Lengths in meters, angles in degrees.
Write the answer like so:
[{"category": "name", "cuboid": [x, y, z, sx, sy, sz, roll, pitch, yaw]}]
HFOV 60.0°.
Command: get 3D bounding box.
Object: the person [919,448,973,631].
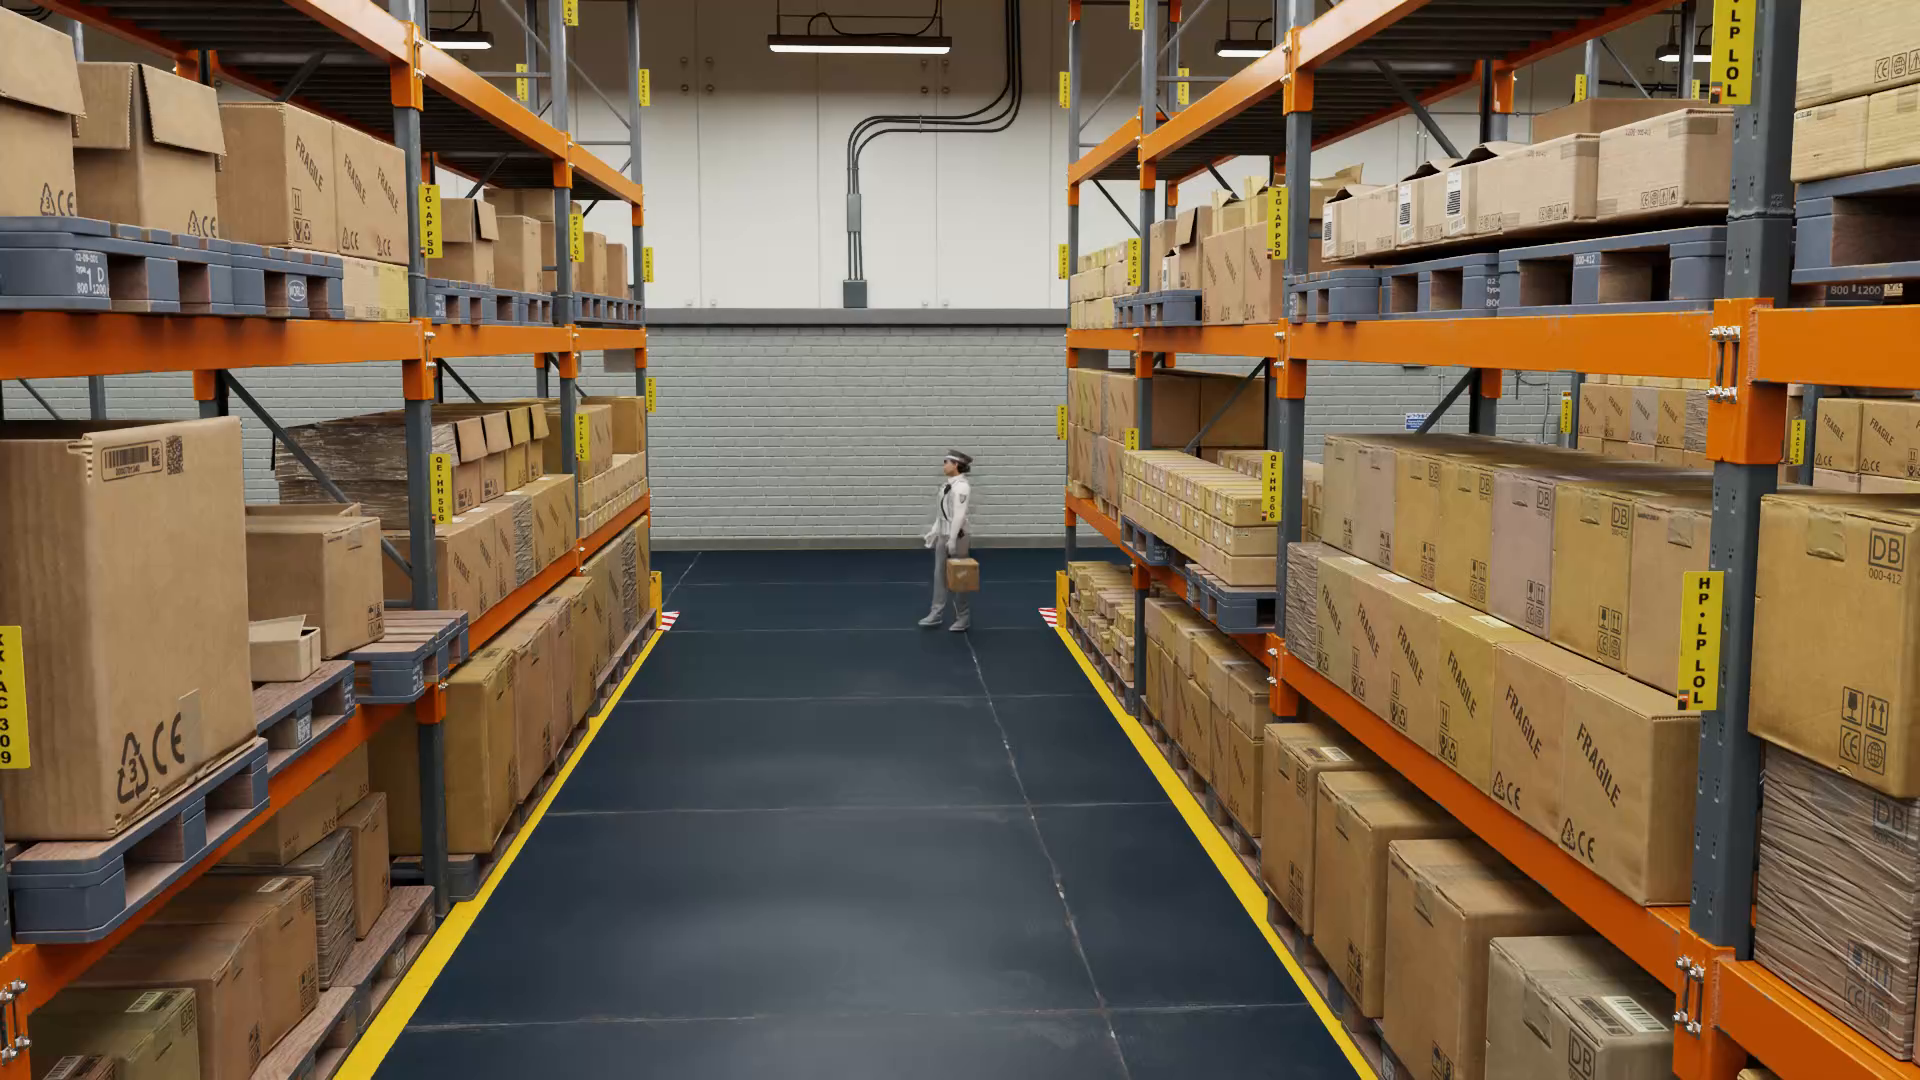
[{"category": "person", "cuboid": [-0.110, -0.007, 15.559, 0.526, 1.693, 0.503, -3, 8, -22]}]
